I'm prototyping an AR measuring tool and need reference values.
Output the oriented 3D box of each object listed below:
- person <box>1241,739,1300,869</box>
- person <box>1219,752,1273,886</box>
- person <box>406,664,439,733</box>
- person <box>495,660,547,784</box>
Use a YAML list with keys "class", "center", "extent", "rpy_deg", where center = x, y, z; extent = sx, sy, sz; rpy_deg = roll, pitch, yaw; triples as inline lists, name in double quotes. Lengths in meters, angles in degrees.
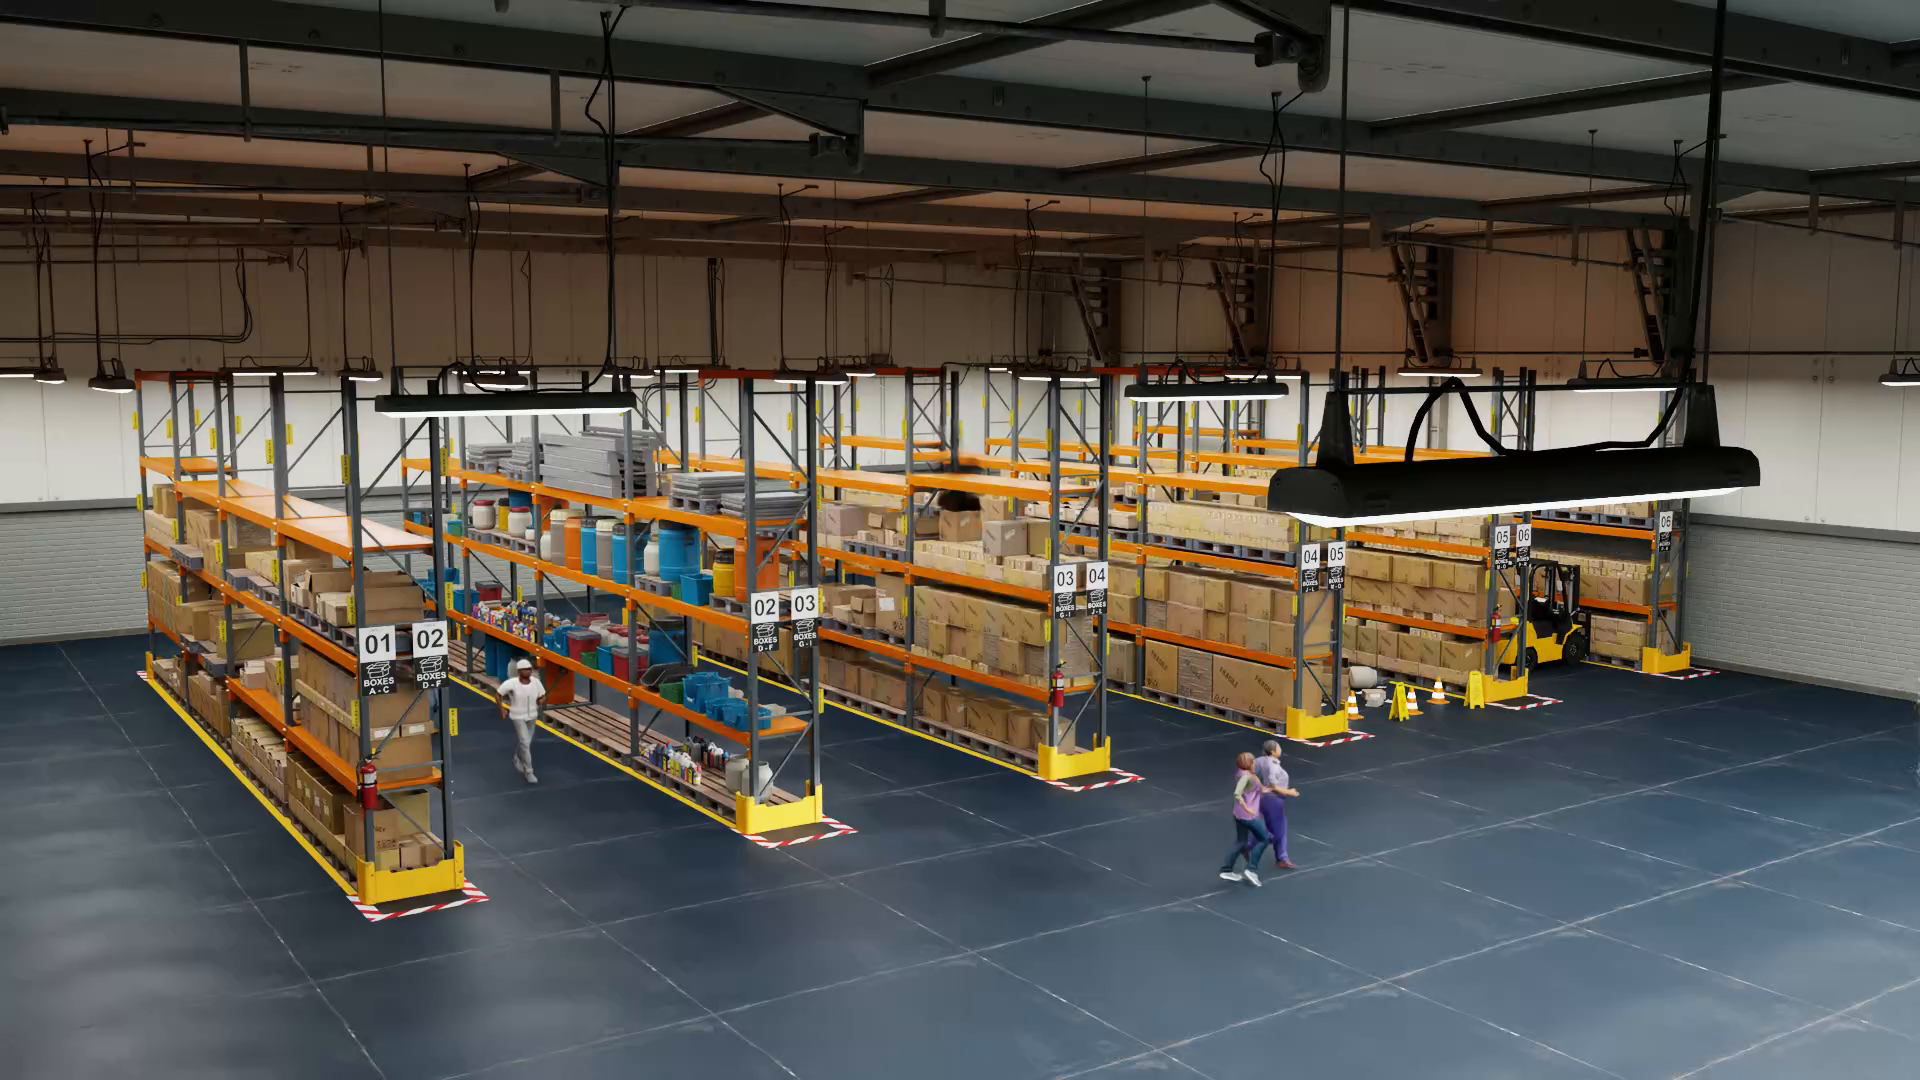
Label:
- class: "person"
  center: [3.764, 3.247, 20.333]
  extent: [0.841, 1.648, 0.607]
  rpy_deg: [-1, 7, -10]
- class: "person"
  center: [3.418, 3.315, 19.757]
  extent: [0.658, 1.628, 0.516]
  rpy_deg: [-1, 7, -11]
- class: "person"
  center: [-8.851, 2.350, 27.725]
  extent: [0.726, 1.727, 0.588]
  rpy_deg: [-6, 9, -42]
- class: "person"
  center: [-6.455, 2.647, 24.668]
  extent: [0.707, 1.776, 0.896]
  rpy_deg: [-6, 9, -44]
